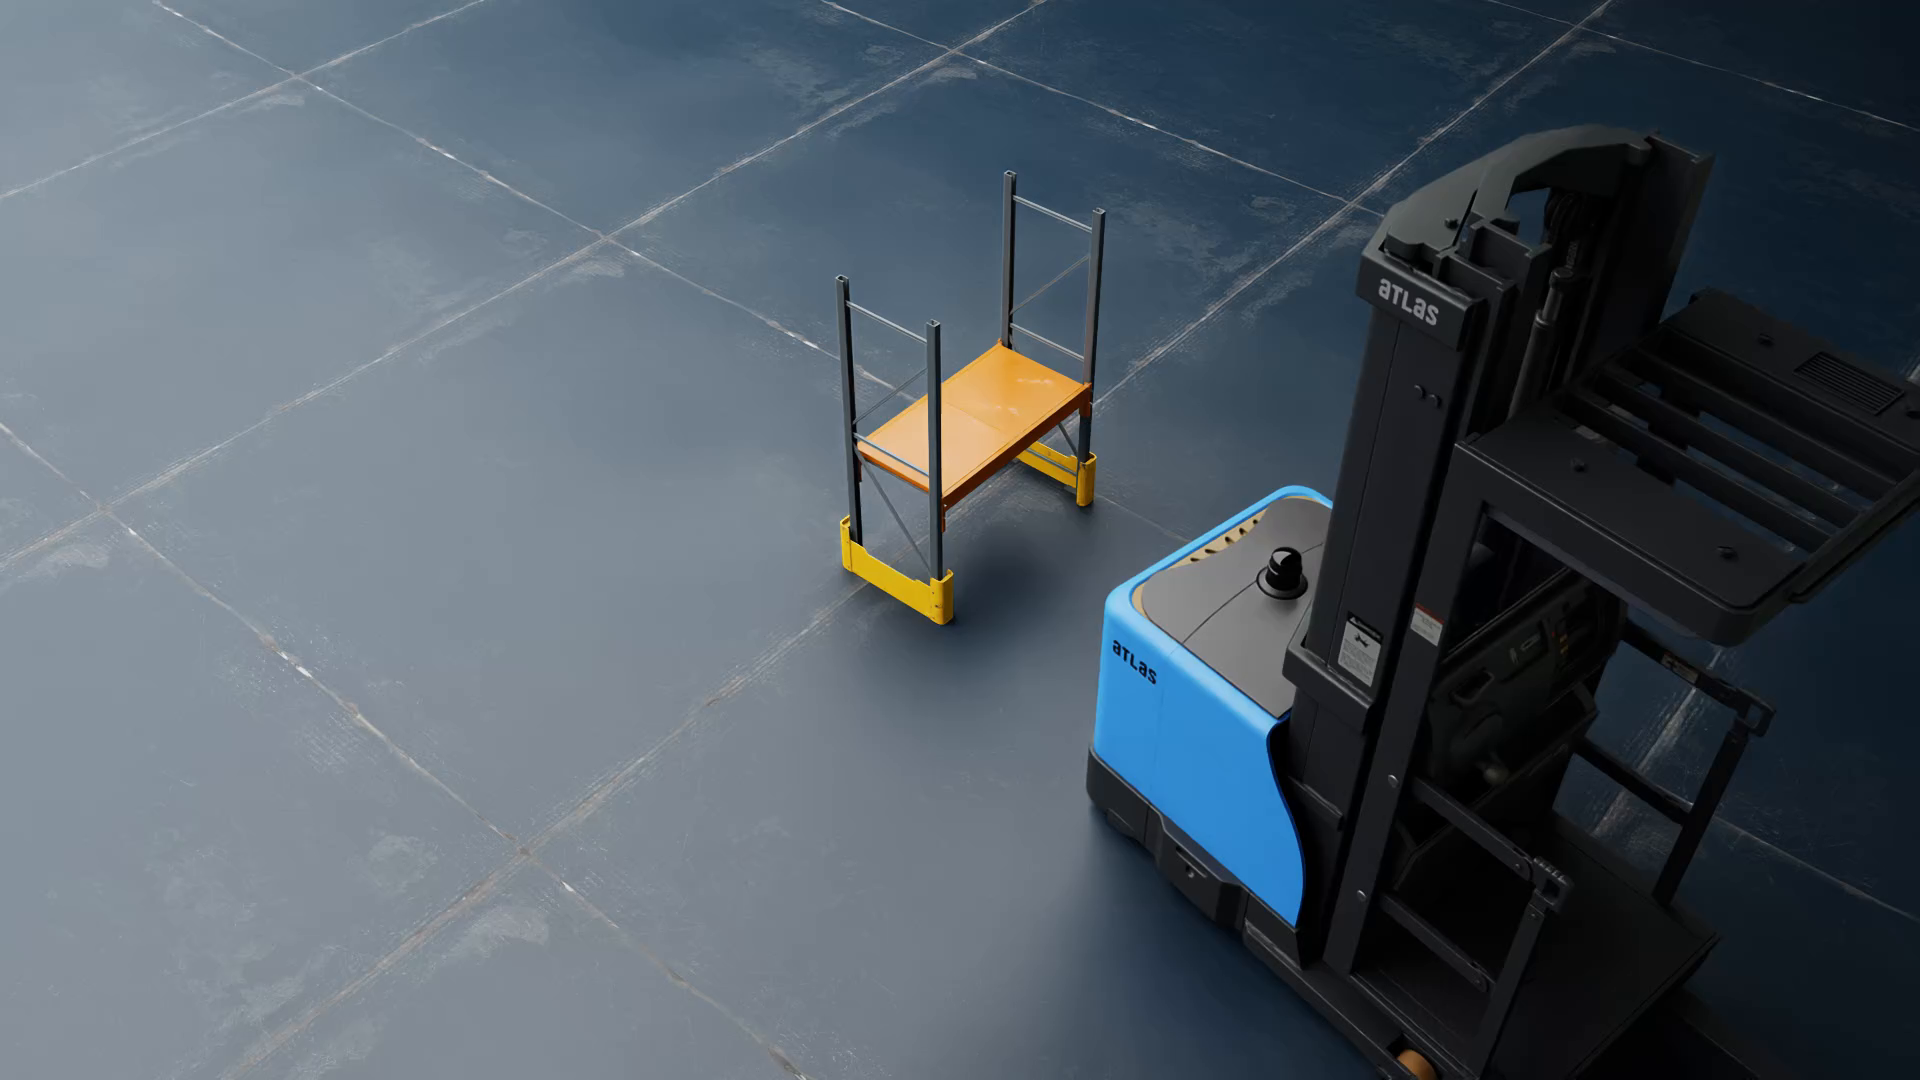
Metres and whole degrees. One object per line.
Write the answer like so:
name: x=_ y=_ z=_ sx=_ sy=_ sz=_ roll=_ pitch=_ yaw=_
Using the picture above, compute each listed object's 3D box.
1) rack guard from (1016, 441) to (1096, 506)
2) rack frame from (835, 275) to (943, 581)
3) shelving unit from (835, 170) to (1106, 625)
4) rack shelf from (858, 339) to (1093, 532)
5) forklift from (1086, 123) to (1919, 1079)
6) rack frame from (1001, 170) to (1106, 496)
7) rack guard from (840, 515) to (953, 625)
rack guard: x=0.370 y=-0.388 z=7.673 sx=0.587 sy=0.250 sz=0.087 roll=29 pitch=50 yaw=28
rack frame: x=-0.272 y=-0.337 z=6.688 sx=0.500 sy=1.500 sz=0.032 roll=29 pitch=50 yaw=28
shelving unit: x=0.049 y=-0.594 z=6.971 sx=0.587 sy=1.500 sz=1.083 roll=29 pitch=50 yaw=28
rack shelf: x=0.055 y=-0.466 z=7.097 sx=0.538 sy=0.185 sz=1.000 roll=29 pitch=50 yaw=28
forklift: x=1.800 y=0.457 z=4.751 sx=1.130 sy=2.935 sz=3.031 roll=-29 pitch=50 yaw=-28
rack frame: x=0.382 y=-0.861 z=7.264 sx=0.500 sy=1.500 sz=0.032 roll=29 pitch=50 yaw=28
rack guard: x=-0.271 y=0.125 z=7.109 sx=0.587 sy=0.250 sz=0.087 roll=29 pitch=50 yaw=28
